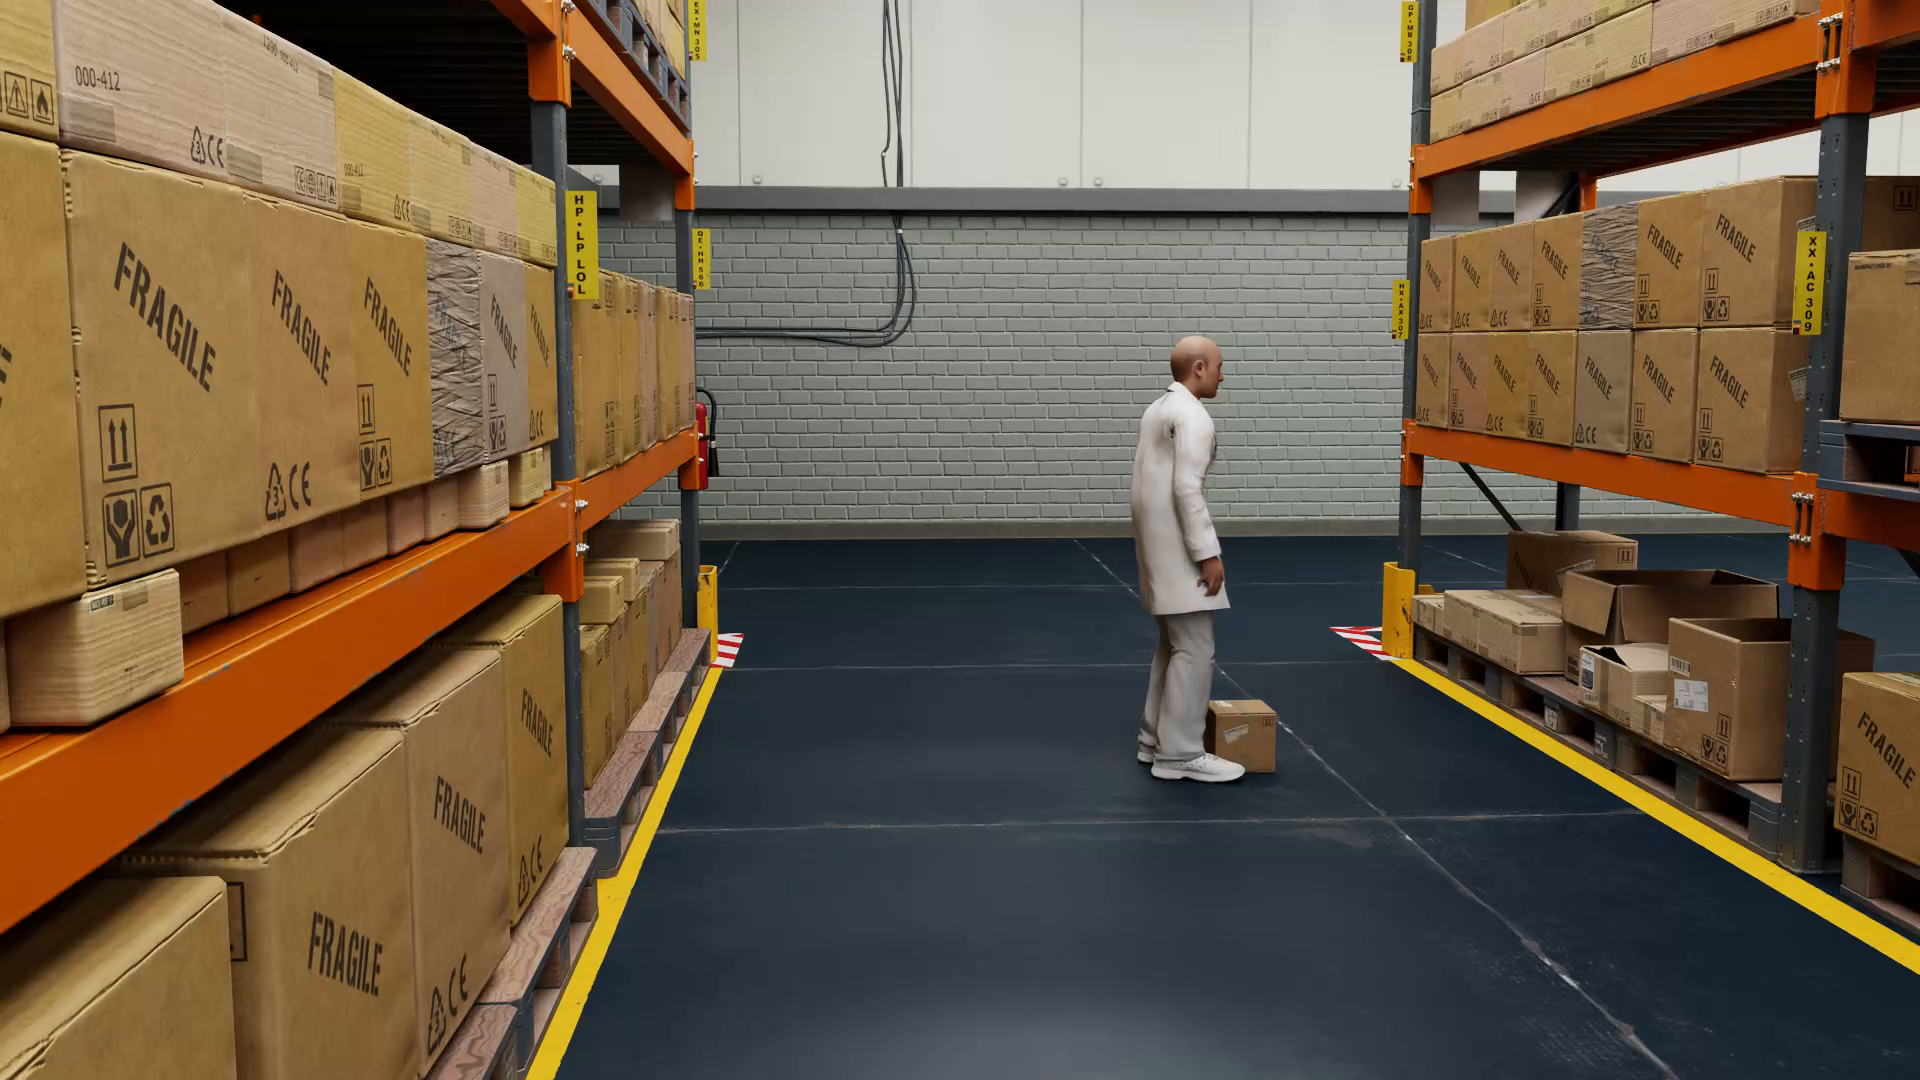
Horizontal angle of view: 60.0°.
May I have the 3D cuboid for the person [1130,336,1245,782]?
[{"bbox_3d":[0.913,0.058,6.807,0.420,1.775,0.654,-1,7,-7],"label":"person"}]
